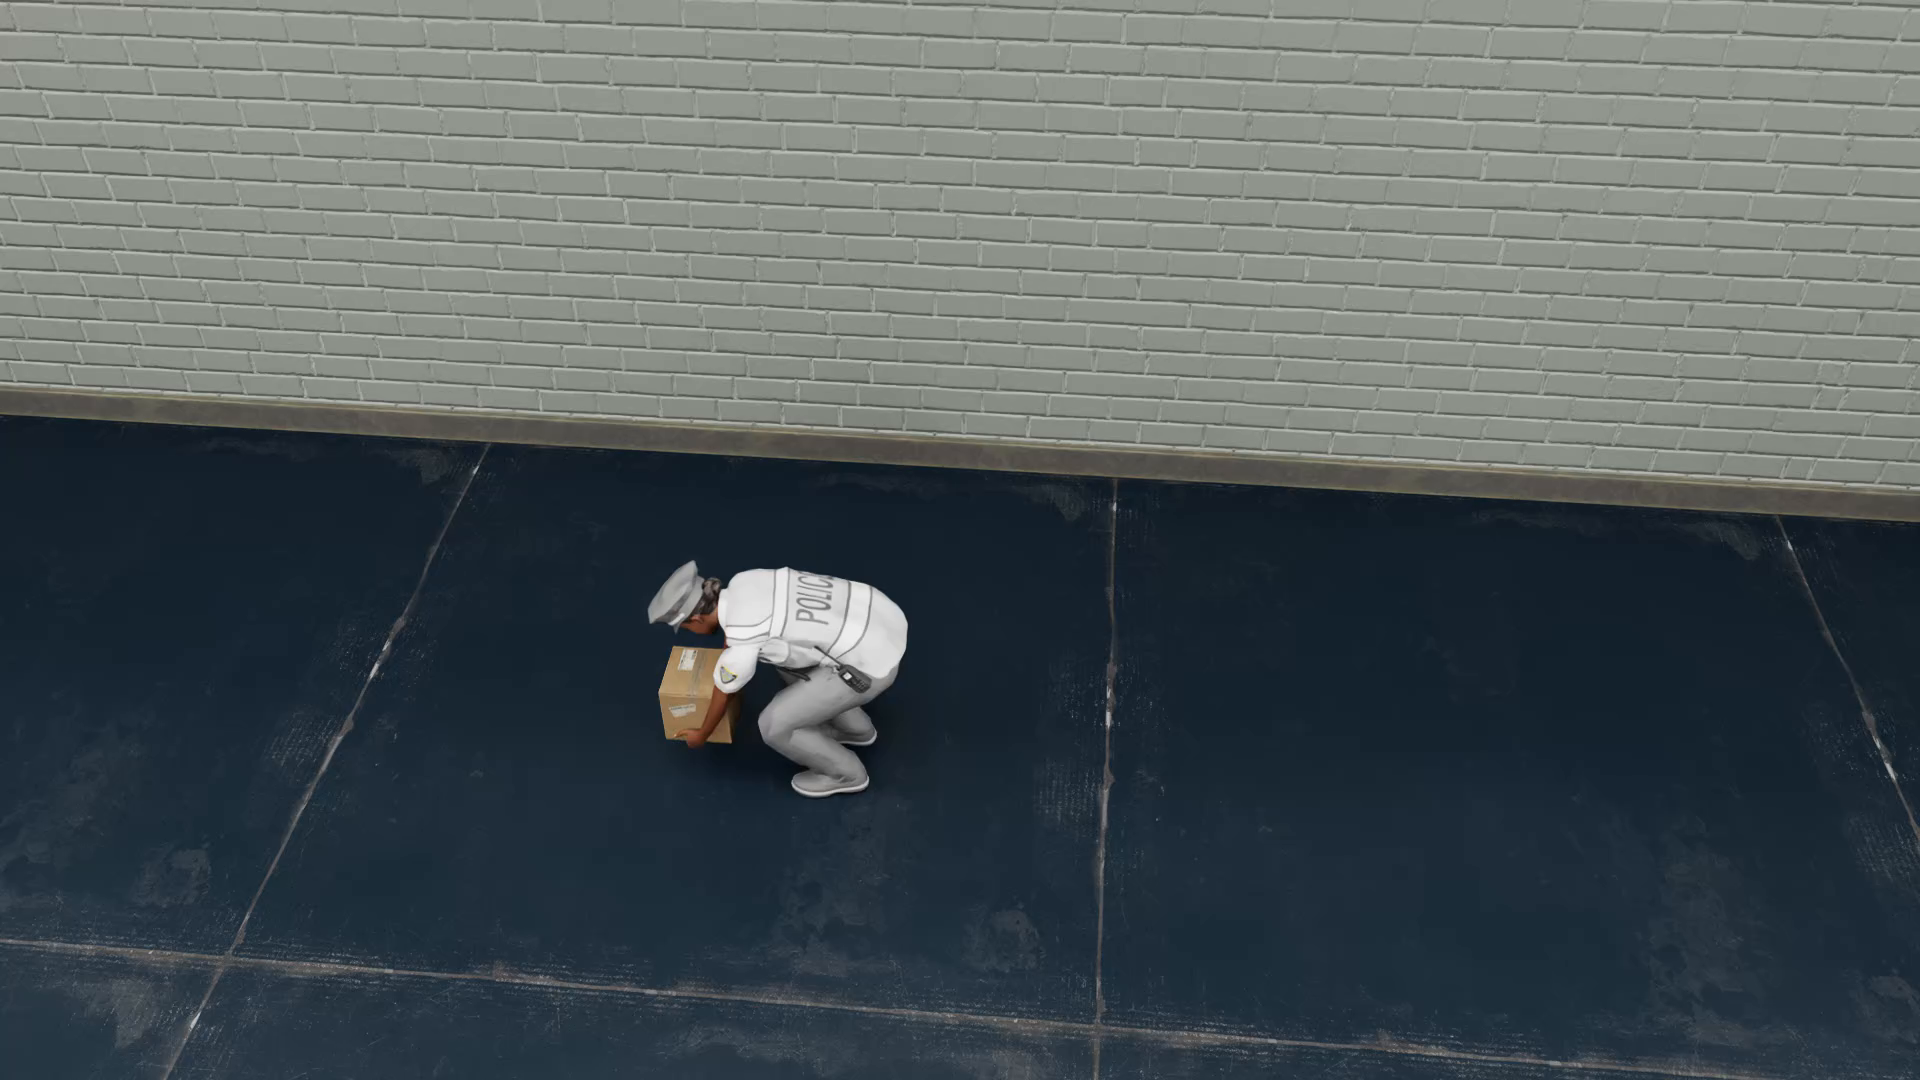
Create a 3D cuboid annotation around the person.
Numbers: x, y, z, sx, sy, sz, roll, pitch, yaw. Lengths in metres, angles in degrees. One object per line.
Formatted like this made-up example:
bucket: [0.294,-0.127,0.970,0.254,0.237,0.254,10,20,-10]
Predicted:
person: [-0.649,0.496,6.133,0.917,0.944,0.470,2,40,2]
